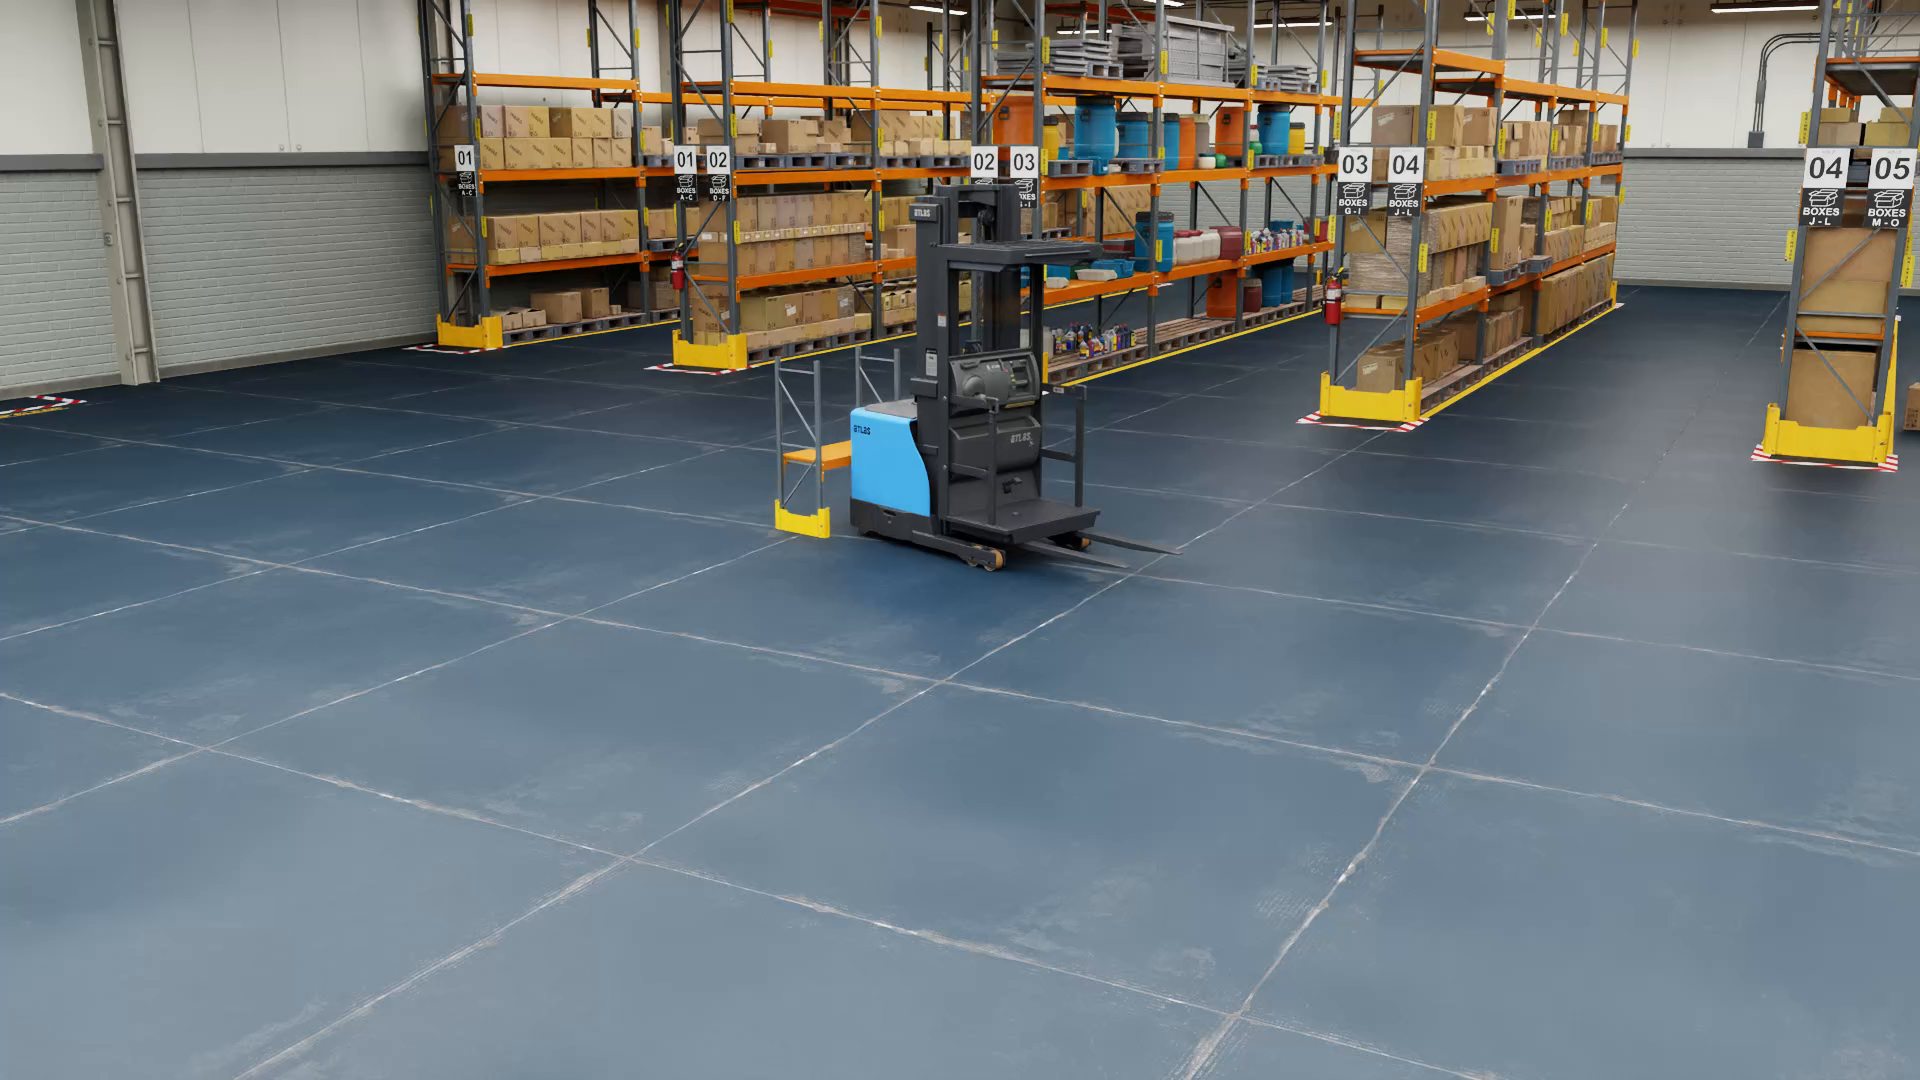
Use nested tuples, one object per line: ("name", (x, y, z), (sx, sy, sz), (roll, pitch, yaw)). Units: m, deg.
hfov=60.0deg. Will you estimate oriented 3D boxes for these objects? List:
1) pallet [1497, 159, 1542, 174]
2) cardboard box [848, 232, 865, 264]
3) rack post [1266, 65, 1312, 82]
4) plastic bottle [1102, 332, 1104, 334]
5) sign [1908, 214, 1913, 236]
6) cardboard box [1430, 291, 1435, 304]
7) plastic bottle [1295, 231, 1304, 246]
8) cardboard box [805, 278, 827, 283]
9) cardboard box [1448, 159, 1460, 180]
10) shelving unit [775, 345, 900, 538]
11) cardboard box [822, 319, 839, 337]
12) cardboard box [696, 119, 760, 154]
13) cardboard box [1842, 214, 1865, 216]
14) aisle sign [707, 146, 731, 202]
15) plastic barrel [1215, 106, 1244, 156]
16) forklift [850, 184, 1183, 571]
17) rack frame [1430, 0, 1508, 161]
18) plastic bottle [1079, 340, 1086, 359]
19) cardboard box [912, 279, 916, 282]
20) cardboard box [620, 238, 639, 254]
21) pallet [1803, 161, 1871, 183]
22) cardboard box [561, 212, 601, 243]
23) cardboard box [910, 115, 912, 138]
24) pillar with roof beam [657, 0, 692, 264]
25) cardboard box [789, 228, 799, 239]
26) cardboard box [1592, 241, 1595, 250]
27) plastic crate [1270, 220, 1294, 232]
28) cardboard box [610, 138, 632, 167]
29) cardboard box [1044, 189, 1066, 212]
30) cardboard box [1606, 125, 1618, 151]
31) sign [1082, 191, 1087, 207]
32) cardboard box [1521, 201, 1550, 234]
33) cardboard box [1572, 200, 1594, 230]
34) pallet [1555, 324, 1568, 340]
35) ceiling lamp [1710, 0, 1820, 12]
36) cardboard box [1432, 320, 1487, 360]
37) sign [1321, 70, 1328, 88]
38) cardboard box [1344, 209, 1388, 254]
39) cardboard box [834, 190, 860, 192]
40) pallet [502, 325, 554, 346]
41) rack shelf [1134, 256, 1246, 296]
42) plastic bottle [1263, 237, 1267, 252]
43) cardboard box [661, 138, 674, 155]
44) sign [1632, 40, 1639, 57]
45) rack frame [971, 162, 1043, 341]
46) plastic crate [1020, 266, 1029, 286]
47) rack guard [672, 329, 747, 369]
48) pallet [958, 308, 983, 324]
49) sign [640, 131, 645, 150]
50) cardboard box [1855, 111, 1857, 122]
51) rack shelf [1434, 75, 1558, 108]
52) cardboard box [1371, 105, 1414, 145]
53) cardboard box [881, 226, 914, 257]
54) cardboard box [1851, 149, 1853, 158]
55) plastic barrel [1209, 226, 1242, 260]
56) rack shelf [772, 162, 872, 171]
("pallet", (7.774, -5.462, 24.291), (1.213, 0.211, 1.003), (7, 15, 28))
("cardboard box", (-1.996, -4.848, 27.527), (0.700, 0.500, 0.500), (7, 15, 27))
("rack post", (5.980, -8.680, 31.000), (0.937, 0.300, 0.954), (7, 15, 27))
("plastic bottle", (2.138, -2.958, 24.760), (0.061, 0.283, 0.133), (7, 15, 28))
("sign", (13.598, -4.506, 23.854), (0.100, 0.325, 0.005), (7, 15, 28))
("cardboard box", (5.671, -3.009, 20.649), (0.380, 0.149, 0.250), (7, 15, 28))
("plastic bottle", (6.507, -5.792, 31.924), (0.152, 0.276, 0.135), (7, 15, 28))
("cardboard box", (-3.292, -5.746, 35.158), (0.750, 0.750, 0.750), (7, 15, 28))
("cardboard box", (5.896, -4.609, 20.673), (0.500, 0.250, 0.500), (7, 15, 28))
("shelving unit", (-1.043, -0.884, 14.502), (0.587, 1.500, 1.083), (11, 17, 37))
("cardboard box", (-2.299, -3.433, 26.842), (0.500, 0.250, 0.500), (7, 15, 28))
("cardboard box", (-3.439, -5.968, 24.574), (0.797, 0.503, 0.637), (9, 16, 32))
("cardboard box", (10.968, -3.711, 20.402), (0.875, 0.550, 0.550), (7, 15, 28))
("aisle sign", (-3.484, -5.286, 24.011), (0.394, 0.787, 0.004), (7, 15, 28))
("plastic barrel", (4.758, -7.137, 29.023), (0.600, 0.830, 0.708), (7, 15, 28))
("forklift", (0.430, -1.317, 13.243), (1.130, 2.935, 3.031), (-12, 18, -42))
("rack frame", (6.883, -6.684, 22.558), (1.000, 3.000, 0.127), (7, 15, 28))
("plastic bottle", (1.763, -2.732, 23.849), (0.097, 0.271, 0.097), (0, 14, 0))
("cardboard box", (-0.610, -4.669, 30.772), (0.500, 0.311, 0.500), (7, 15, 27))
("cardboard box", (-6.088, -5.256, 29.714), (0.500, 0.250, 0.500), (7, 15, 28))
("pallet", (9.592, -3.933, 17.735), (1.003, 0.211, 1.213), (7, 15, 28))
("cardboard box", (-6.572, -5.415, 28.773), (0.500, 0.500, 0.500), (7, 15, 26))
("cardboard box", (-1.424, -9.316, 37.485), (0.500, 0.500, 0.500), (7, 15, 27))
("pillar with roof beam", (-1.808, -8.532, 30.223), (9.100, 9.000, 0.400), (7, 15, 28))
("cardboard box", (-2.721, -4.755, 25.758), (0.380, 0.149, 0.250), (7, 15, 27))
("cardboard box", (11.564, -5.472, 30.867), (0.380, 0.149, 0.250), (7, 15, 27))
("plastic crate", (6.342, -6.126, 32.949), (0.392, 0.384, 0.575), (7, 15, 28))
("cardboard box", (-6.154, -6.836, 29.331), (0.500, 0.500, 0.500), (8, 16, 30))
("cardboard box", (2.099, -7.200, 35.151), (0.500, 0.500, 0.500), (7, 15, 28))
("cardboard box", (12.480, -7.876, 32.581), (0.700, 0.500, 0.500), (6, 15, 25))
("sign", (2.568, -7.033, 34.334), (0.100, 0.325, 0.005), (7, 15, 28))
("cardboard box", (9.185, -5.273, 27.150), (0.797, 0.503, 0.637), (8, 16, 30))
("cardboard box", (11.206, -5.914, 30.251), (0.500, 0.500, 0.500), (7, 15, 28))
("pallet", (9.855, -3.635, 28.662), (1.003, 0.211, 1.213), (7, 15, 28))
("ceiling lamp", (16.202, -12.247, 33.178), (2.000, 3.185, 0.800), (7, 15, 28))
("cardboard box", (7.199, -2.890, 24.015), (0.700, 0.500, 0.500), (6, 15, 24))
("sign", (6.896, -8.722, 31.458), (0.100, 0.325, 0.005), (7, 15, 28))
("cardboard box", (4.999, -3.767, 20.277), (0.500, 0.500, 0.500), (7, 15, 28))
("cardboard box", (-2.515, -7.431, 35.968), (0.500, 0.250, 0.500), (8, 16, 29))
("pallet", (-7.598, -3.453, 27.907), (1.003, 0.211, 1.213), (7, 15, 28))
("rack shelf", (3.514, -4.389, 27.375), (1.077, 0.370, 4.000), (7, 15, 28))
("plastic bottle", (5.500, -5.349, 30.096), (0.097, 0.271, 0.097), (0, 14, 0))
("cardboard box", (-5.493, -7.300, 30.806), (0.500, 0.311, 0.500), (8, 16, 30))
("sign", (13.153, -9.574, 32.384), (0.100, 0.325, 0.005), (7, 15, 28))
("rack frame", (0.614, -3.508, 22.185), (1.000, 3.000, 0.127), (7, 15, 28))
("plastic crate", (0.913, -3.705, 23.319), (0.499, 0.251, 0.408), (7, 15, 28))
("rack guard", (-3.732, -2.850, 24.788), (1.175, 0.500, 0.348), (7, 15, 28))
("pallet", (-0.285, -4.191, 30.968), (1.003, 0.211, 1.213), (7, 15, 28))
("sign", (-5.646, -7.101, 29.584), (0.100, 0.325, 0.005), (7, 15, 28))
("cardboard box", (10.212, -4.916, 19.349), (0.380, 0.149, 0.250), (8, 15, 29))
("rack shelf", (7.850, -6.550, 24.391), (1.077, 0.370, 4.000), (7, 15, 28))
("cardboard box", (5.478, -5.188, 20.838), (0.500, 0.500, 0.500), (7, 15, 28))
("cardboard box", (-1.146, -5.203, 29.002), (0.500, 0.500, 0.500), (9, 16, 32))
("cardboard box", (10.336, -4.582, 19.665), (0.380, 0.149, 0.250), (7, 15, 27))
("plastic barrel", (4.522, -5.086, 28.440), (0.600, 0.536, 0.708), (7, 15, 28))
("rack shelf", (-3.224, -7.791, 35.083), (1.077, 0.370, 4.000), (7, 15, 28))
